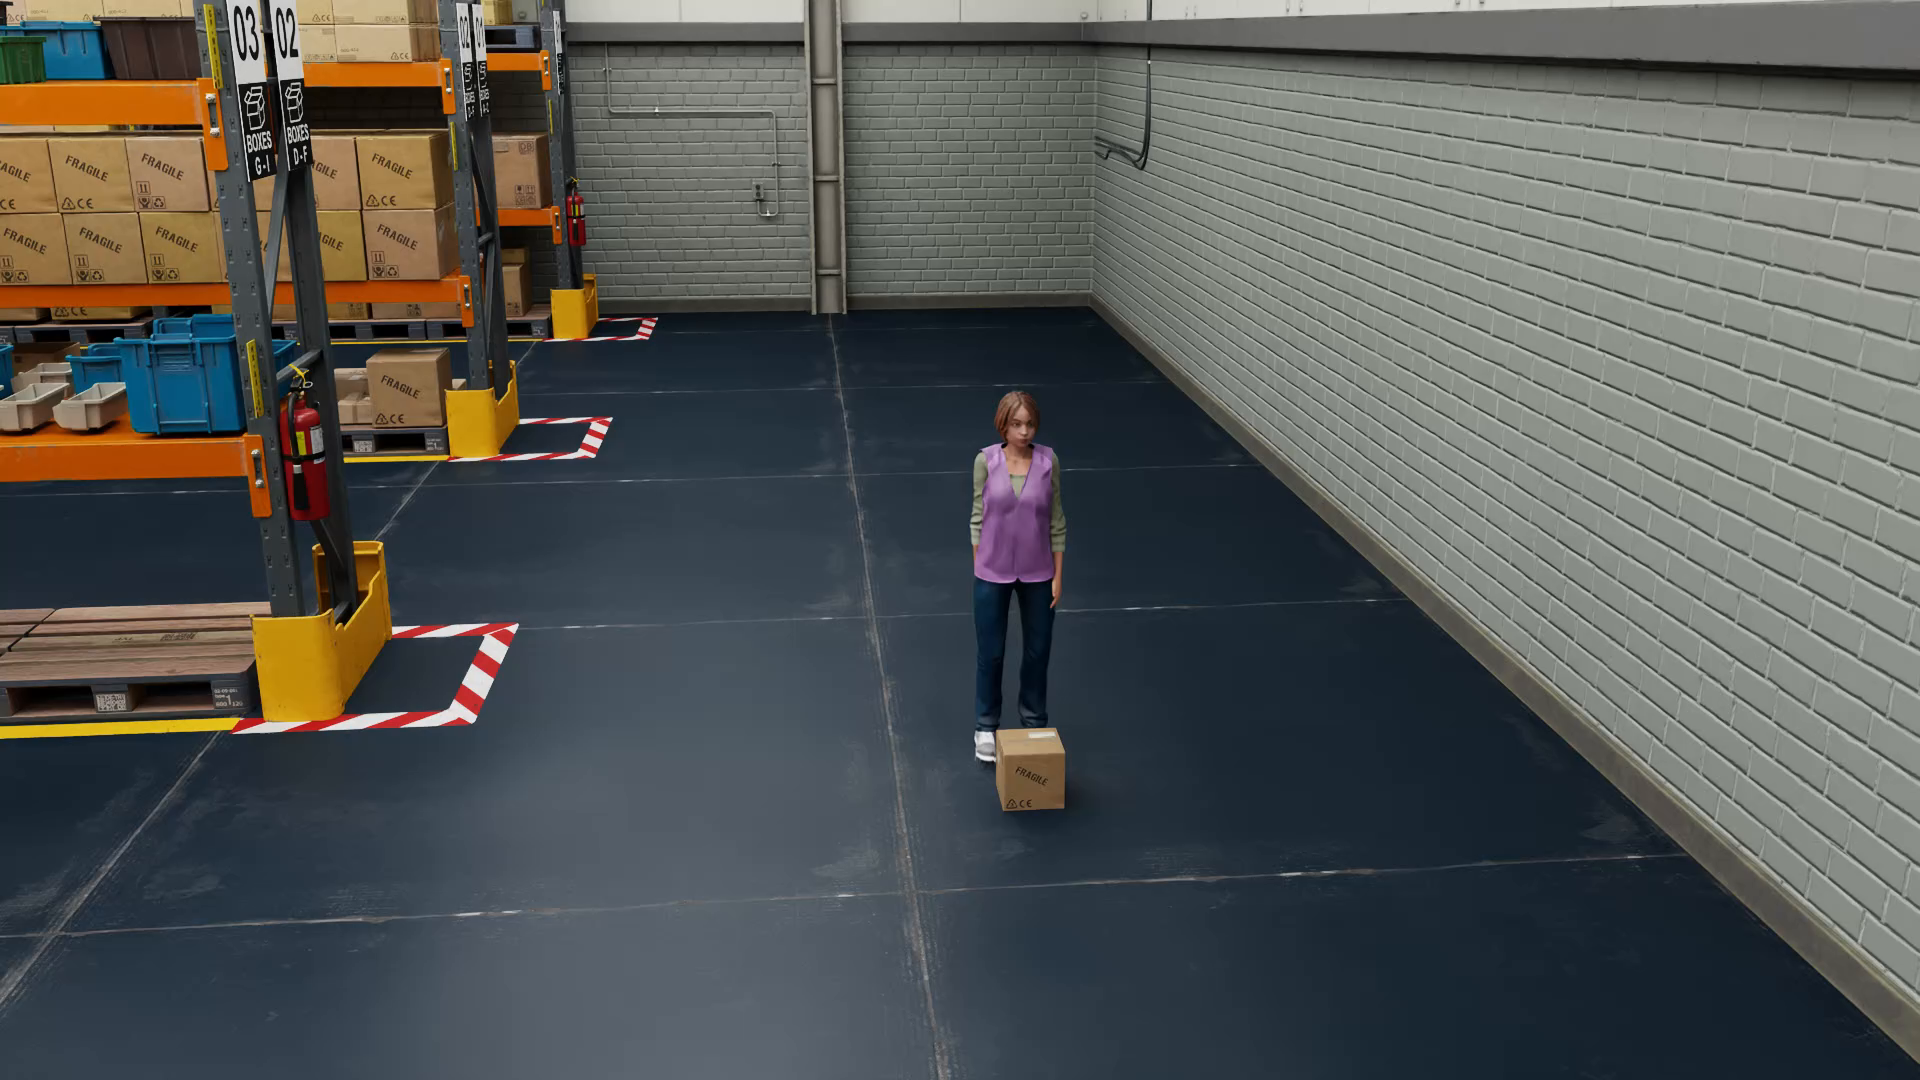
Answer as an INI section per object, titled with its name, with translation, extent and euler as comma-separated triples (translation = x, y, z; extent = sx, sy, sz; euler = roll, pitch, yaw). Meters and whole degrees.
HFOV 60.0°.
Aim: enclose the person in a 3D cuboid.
[person]
translation = 0.247, 0.267, 7.081
extent = 0.406, 1.371, 0.300
euler = -1, 17, -4
